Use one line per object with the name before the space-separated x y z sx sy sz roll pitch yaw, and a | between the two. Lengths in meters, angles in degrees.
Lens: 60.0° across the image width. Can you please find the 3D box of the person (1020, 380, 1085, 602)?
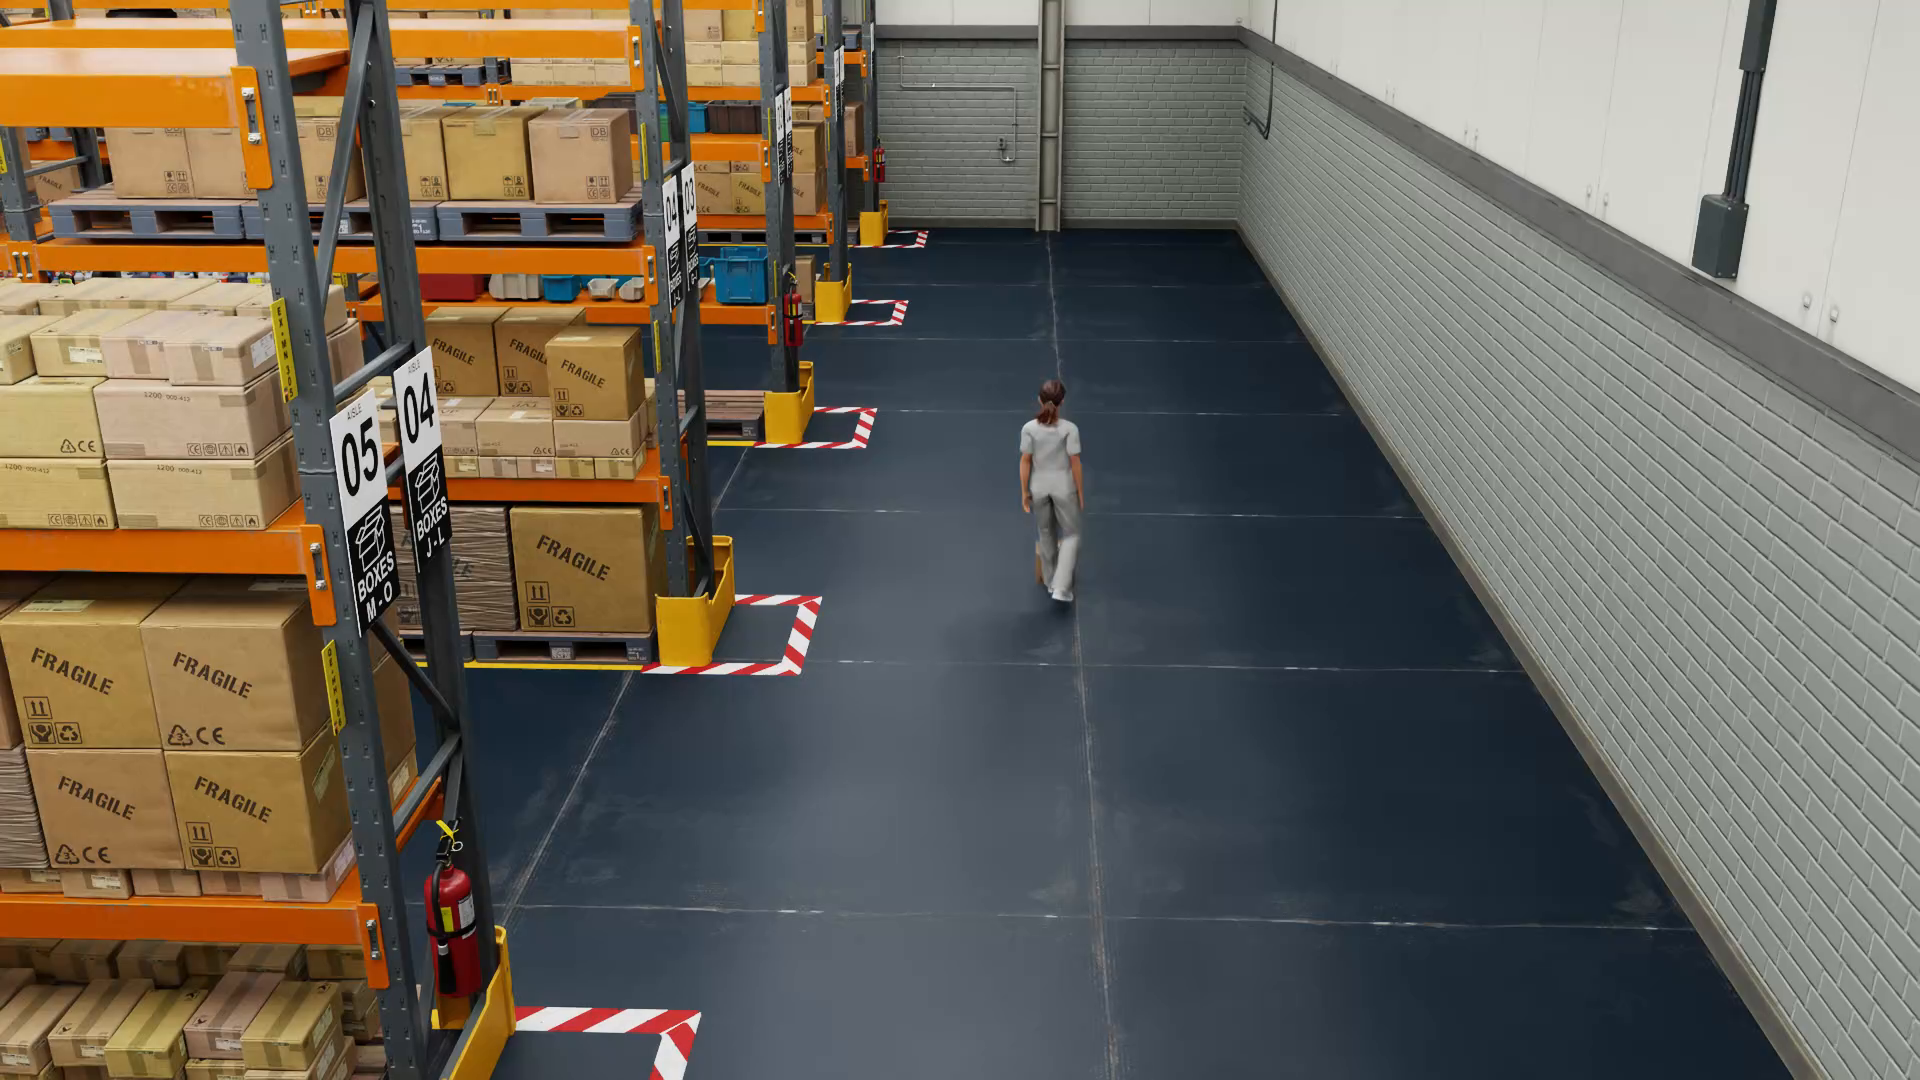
person | 0.683 -0.361 11.986 0.460 1.665 0.700 7 22 17
